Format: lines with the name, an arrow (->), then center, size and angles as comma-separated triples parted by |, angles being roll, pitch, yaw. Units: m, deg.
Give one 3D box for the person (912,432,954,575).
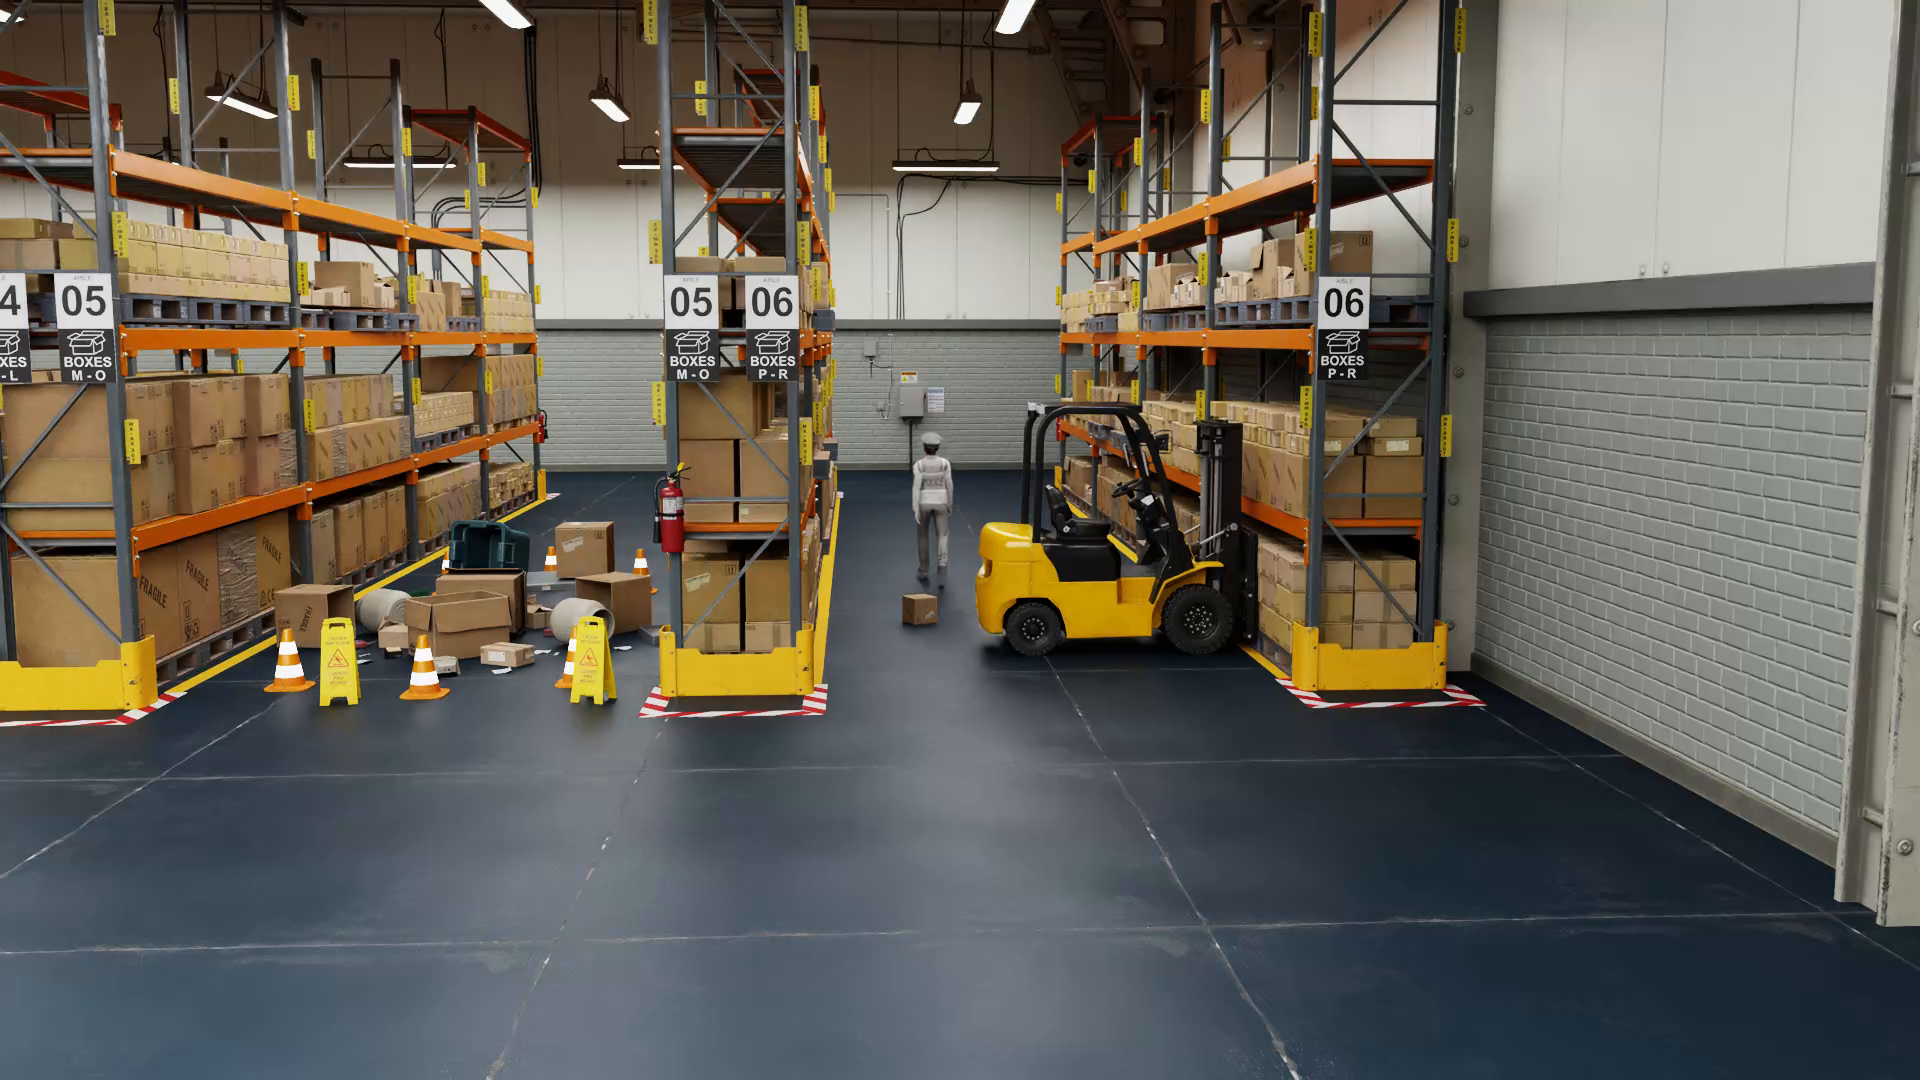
person -> -0.306, -0.390, 18.761 | 0.476, 1.647, 0.938 | -1, 7, -6
